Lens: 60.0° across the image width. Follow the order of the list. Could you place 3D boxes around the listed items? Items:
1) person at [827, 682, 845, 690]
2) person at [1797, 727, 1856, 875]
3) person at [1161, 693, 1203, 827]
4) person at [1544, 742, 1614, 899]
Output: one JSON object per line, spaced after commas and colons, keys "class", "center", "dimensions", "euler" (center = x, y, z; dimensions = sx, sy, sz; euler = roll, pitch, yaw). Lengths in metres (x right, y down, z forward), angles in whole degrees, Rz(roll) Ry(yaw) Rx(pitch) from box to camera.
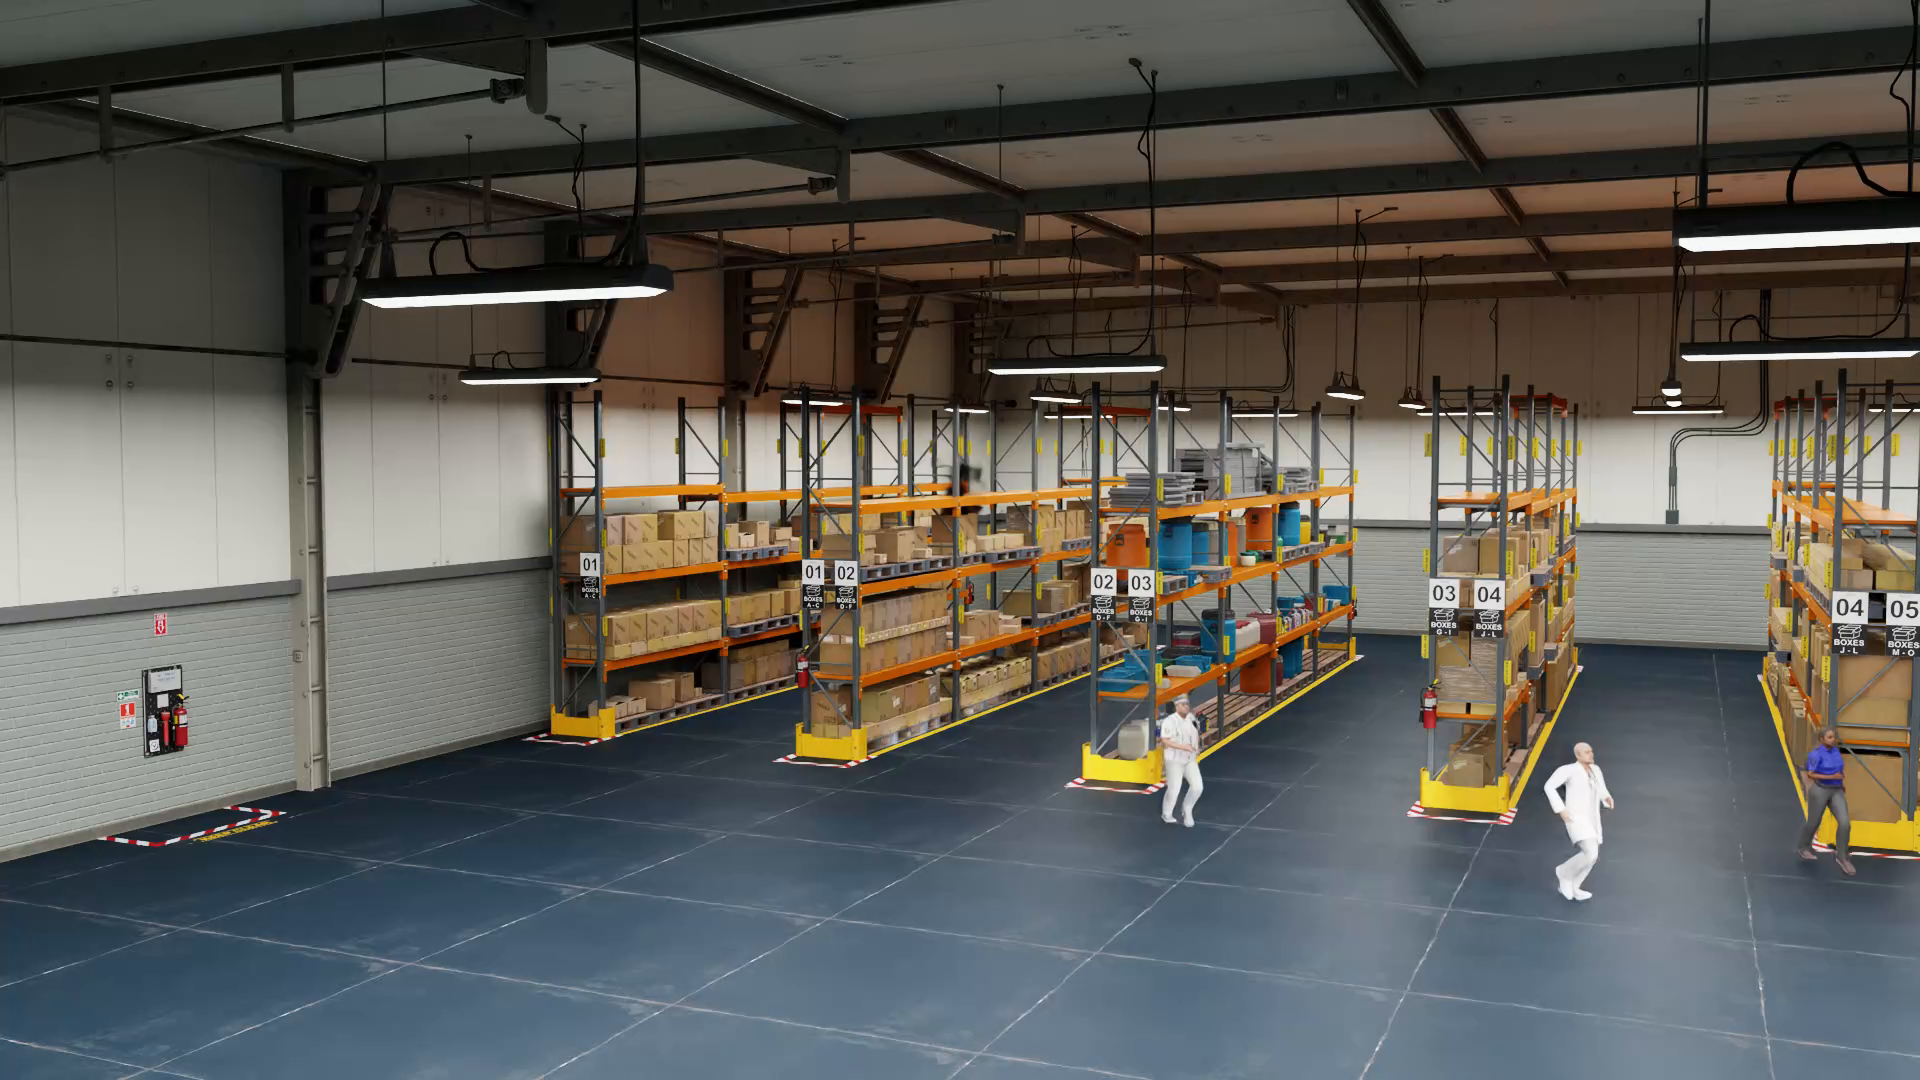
{"class": "person", "center": [-2.228, 2.415, 30.218], "dimensions": [0.669, 1.737, 0.589], "euler": [1, 3, 23]}
{"class": "person", "center": [10.310, 3.068, 19.798], "dimensions": [0.576, 1.701, 0.750], "euler": [-1, 3, -10]}
{"class": "person", "center": [2.956, 2.925, 21.958], "dimensions": [0.680, 1.824, 0.709], "euler": [-2, 4, -28]}
{"class": "person", "center": [6.874, 3.105, 18.311], "dimensions": [0.765, 1.752, 0.609], "euler": [-2, 4, -28]}
